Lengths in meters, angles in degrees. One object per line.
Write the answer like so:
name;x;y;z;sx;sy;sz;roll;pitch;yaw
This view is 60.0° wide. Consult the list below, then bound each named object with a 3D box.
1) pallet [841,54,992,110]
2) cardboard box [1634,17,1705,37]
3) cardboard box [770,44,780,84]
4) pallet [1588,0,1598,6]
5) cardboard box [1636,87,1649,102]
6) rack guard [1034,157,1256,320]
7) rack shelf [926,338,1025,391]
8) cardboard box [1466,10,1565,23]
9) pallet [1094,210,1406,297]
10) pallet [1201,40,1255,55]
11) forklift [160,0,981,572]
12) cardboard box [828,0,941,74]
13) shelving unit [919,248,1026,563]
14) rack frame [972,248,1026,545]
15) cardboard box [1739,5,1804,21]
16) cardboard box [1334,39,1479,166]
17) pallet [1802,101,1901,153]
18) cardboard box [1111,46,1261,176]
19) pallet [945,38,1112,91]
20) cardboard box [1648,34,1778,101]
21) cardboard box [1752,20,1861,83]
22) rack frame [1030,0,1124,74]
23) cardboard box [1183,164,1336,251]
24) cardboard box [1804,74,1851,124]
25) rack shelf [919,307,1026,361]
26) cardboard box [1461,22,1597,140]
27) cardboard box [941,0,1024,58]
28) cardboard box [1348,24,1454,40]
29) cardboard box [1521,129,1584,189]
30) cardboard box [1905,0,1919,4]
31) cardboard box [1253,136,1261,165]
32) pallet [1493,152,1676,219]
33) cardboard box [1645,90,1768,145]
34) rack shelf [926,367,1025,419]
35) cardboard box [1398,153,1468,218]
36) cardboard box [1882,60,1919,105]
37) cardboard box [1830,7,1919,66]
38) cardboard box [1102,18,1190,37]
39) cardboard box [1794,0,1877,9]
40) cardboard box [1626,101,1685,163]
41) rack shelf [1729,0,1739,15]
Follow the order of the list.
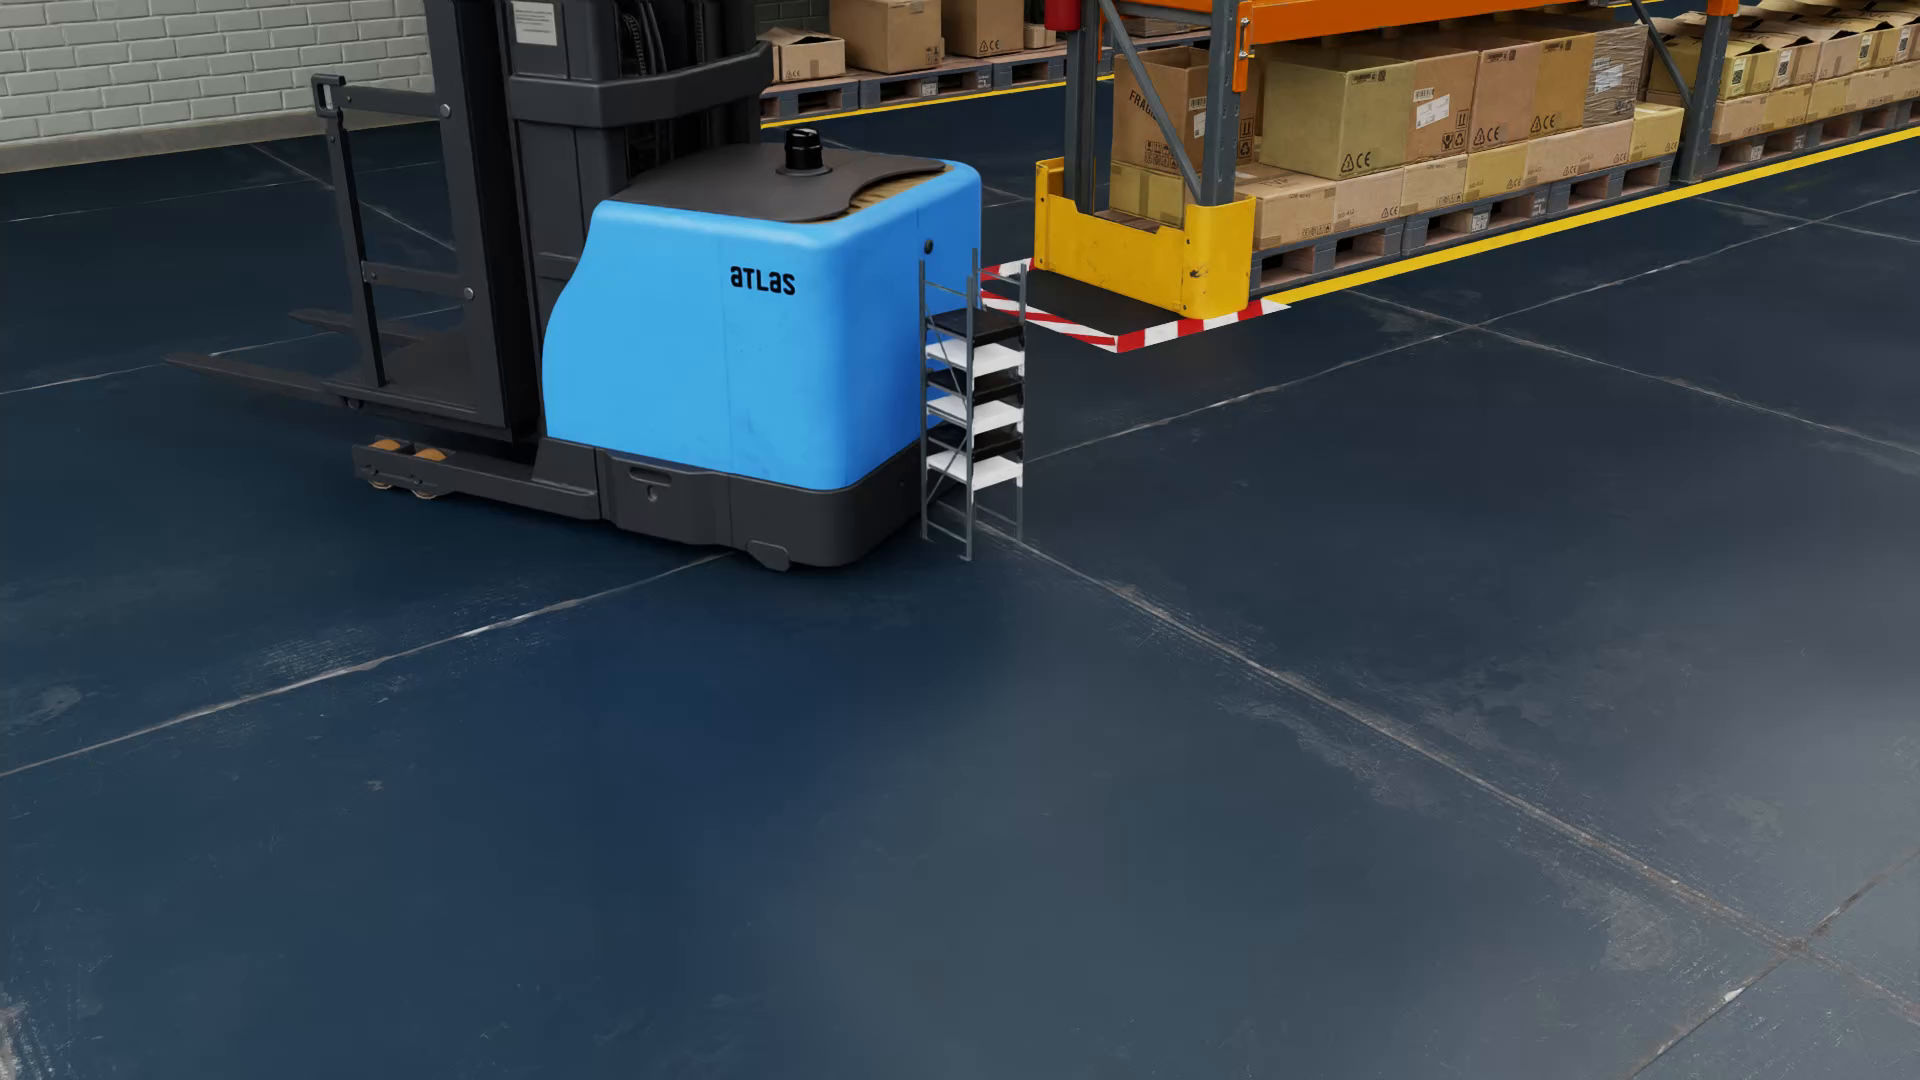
pallet;-0.529;-3.477;12.491;1.213;0.211;1.003;-18;31;-34
cardboard box;4.546;-3.142;10.557;0.500;0.311;0.500;-17;30;-33
cardboard box;-1.609;-3.337;11.549;0.500;0.311;0.500;-23;33;-40
pallet;5.713;-5.516;16.884;1.213;0.211;1.003;-18;31;-34
cardboard box;4.146;-2.754;10.387;0.500;0.250;0.500;-19;31;-35
rack guard;0.832;-1.427;7.732;0.348;0.500;1.175;-18;31;-34
rack shelf;0.036;-0.538;4.993;0.200;0.077;0.258;-19;31;-35
cardboard box;3.052;-2.741;9.469;0.500;0.500;0.500;-18;31;-34
pallet;1.427;-1.515;8.264;1.213;0.211;1.003;-18;31;-34
pallet;2.511;-4.503;14.702;1.213;0.211;1.003;-18;31;-34
forklift;-1.471;-1.649;5.322;3.031;2.935;1.130;12;27;24
cardboard box;-0.552;-3.745;12.203;0.500;0.500;0.700;-21;32;-37
shelving unit;0.036;-0.405;5.054;0.210;0.900;0.258;-19;31;-35
rack frame;0.115;-0.433;5.113;0.006;0.900;0.240;-19;31;-35
cardboard box;5.338;-3.400;11.114;0.500;0.311;0.500;-19;31;-35
cardboard box;2.188;-2.181;8.263;0.500;0.500;0.500;-18;31;-34
pallet;5.515;-2.865;11.172;1.213;0.211;1.003;-18;31;-34
cardboard box;1.089;-2.089;8.064;0.500;0.500;0.500;-18;31;-34
pallet;0.432;-3.796;13.178;1.213;0.211;1.003;-18;31;-34
cardboard box;4.477;-2.829;9.884;0.500;0.311;0.500;-18;30;-34
cardboard box;5.281;-3.092;10.451;0.500;0.311;0.500;-19;31;-36
rack frame;0.939;-5.247;12.992;0.127;3.000;1.000;-18;31;-34
cardboard box;1.410;-1.576;7.851;0.500;0.250;0.500;-18;31;-34
cardboard box;5.278;-2.840;10.574;0.500;0.250;0.500;-19;31;-36
rack shelf;0.036;-0.620;4.955;0.200;0.077;0.258;-19;31;-35
cardboard box;2.977;-2.440;8.821;0.500;0.500;0.500;-18;31;-34
cardboard box;0.147;-4.029;12.816;0.500;0.500;0.500;-21;32;-38
cardboard box;2.261;-2.483;8.913;0.500;0.500;0.500;-18;31;-34
cardboard box;2.985;-2.096;8.970;0.500;0.250;0.500;-18;31;-34
cardboard box;6.886;-3.626;11.600;0.500;0.311;0.500;-17;30;-33
cardboard box;1.477;-1.882;8.509;0.500;0.250;0.500;-18;31;-34
pallet;3.347;-2.149;9.630;1.213;0.211;1.003;-18;31;-34
cardboard box;4.469;-2.573;9.997;0.500;0.250;0.500;-19;31;-35
rack shelf;0.036;-0.457;5.031;0.200;0.077;0.258;-19;31;-35
cardboard box;2.195;-1.837;8.413;0.500;0.250;0.500;-18;31;-34
cardboard box;6.082;-3.107;11.148;0.500;0.250;0.500;-17;30;-33
cardboard box;6.082;-3.358;11.024;0.500;0.311;0.500;-18;31;-34
cardboard box;1.508;-4.509;13.849;0.500;0.500;0.700;-17;30;-32
cardboard box;6.145;-3.665;11.686;0.500;0.311;0.500;-19;31;-35
cardboard box;3.768;-2.357;9.533;0.500;0.250;0.500;-18;31;-34
rack shelf;5.572;-3.800;10.729;4.000;0.370;1.077;-18;31;-34
